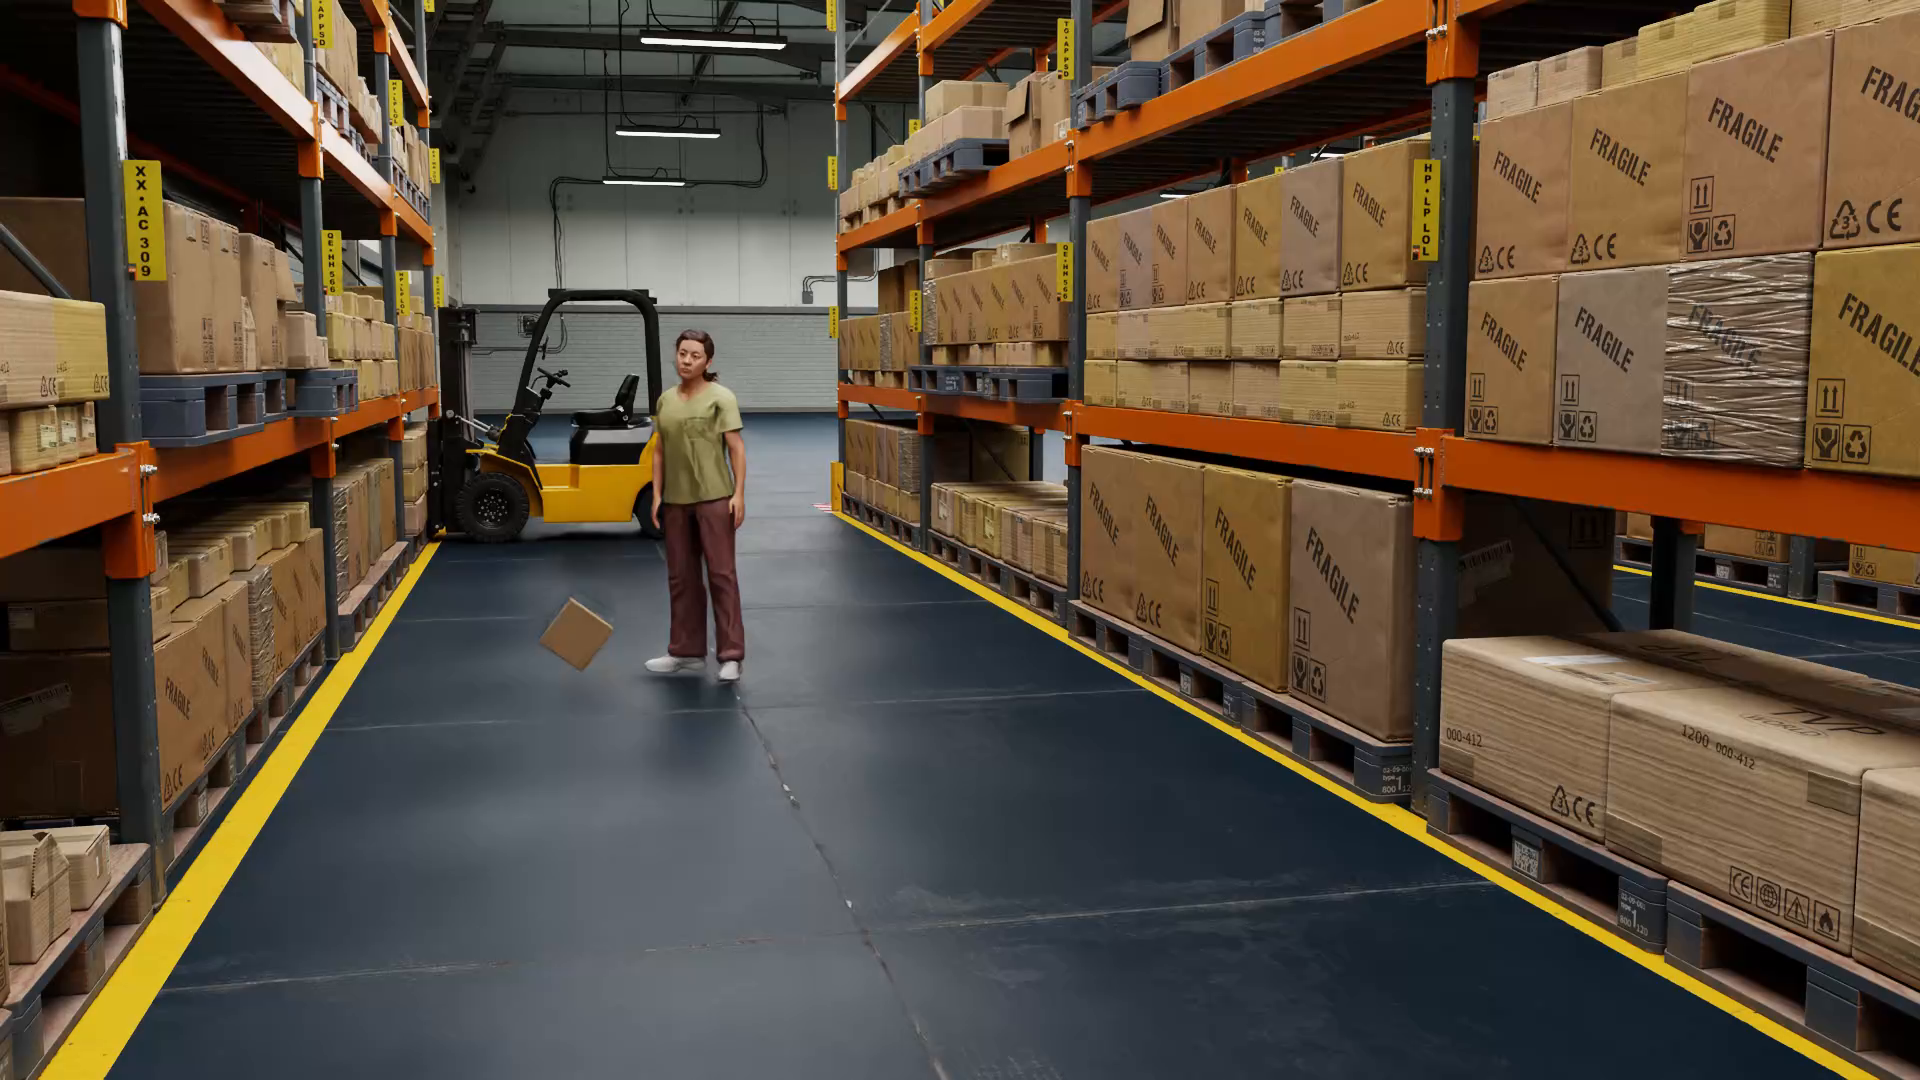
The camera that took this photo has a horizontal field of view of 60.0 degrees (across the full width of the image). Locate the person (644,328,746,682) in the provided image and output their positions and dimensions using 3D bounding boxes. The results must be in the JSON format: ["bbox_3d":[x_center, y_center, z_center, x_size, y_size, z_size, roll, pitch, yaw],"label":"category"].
[{"bbox_3d":[-1.280,-0.173,8.014,0.573,1.679,0.375,3,7,23],"label":"person"}]
